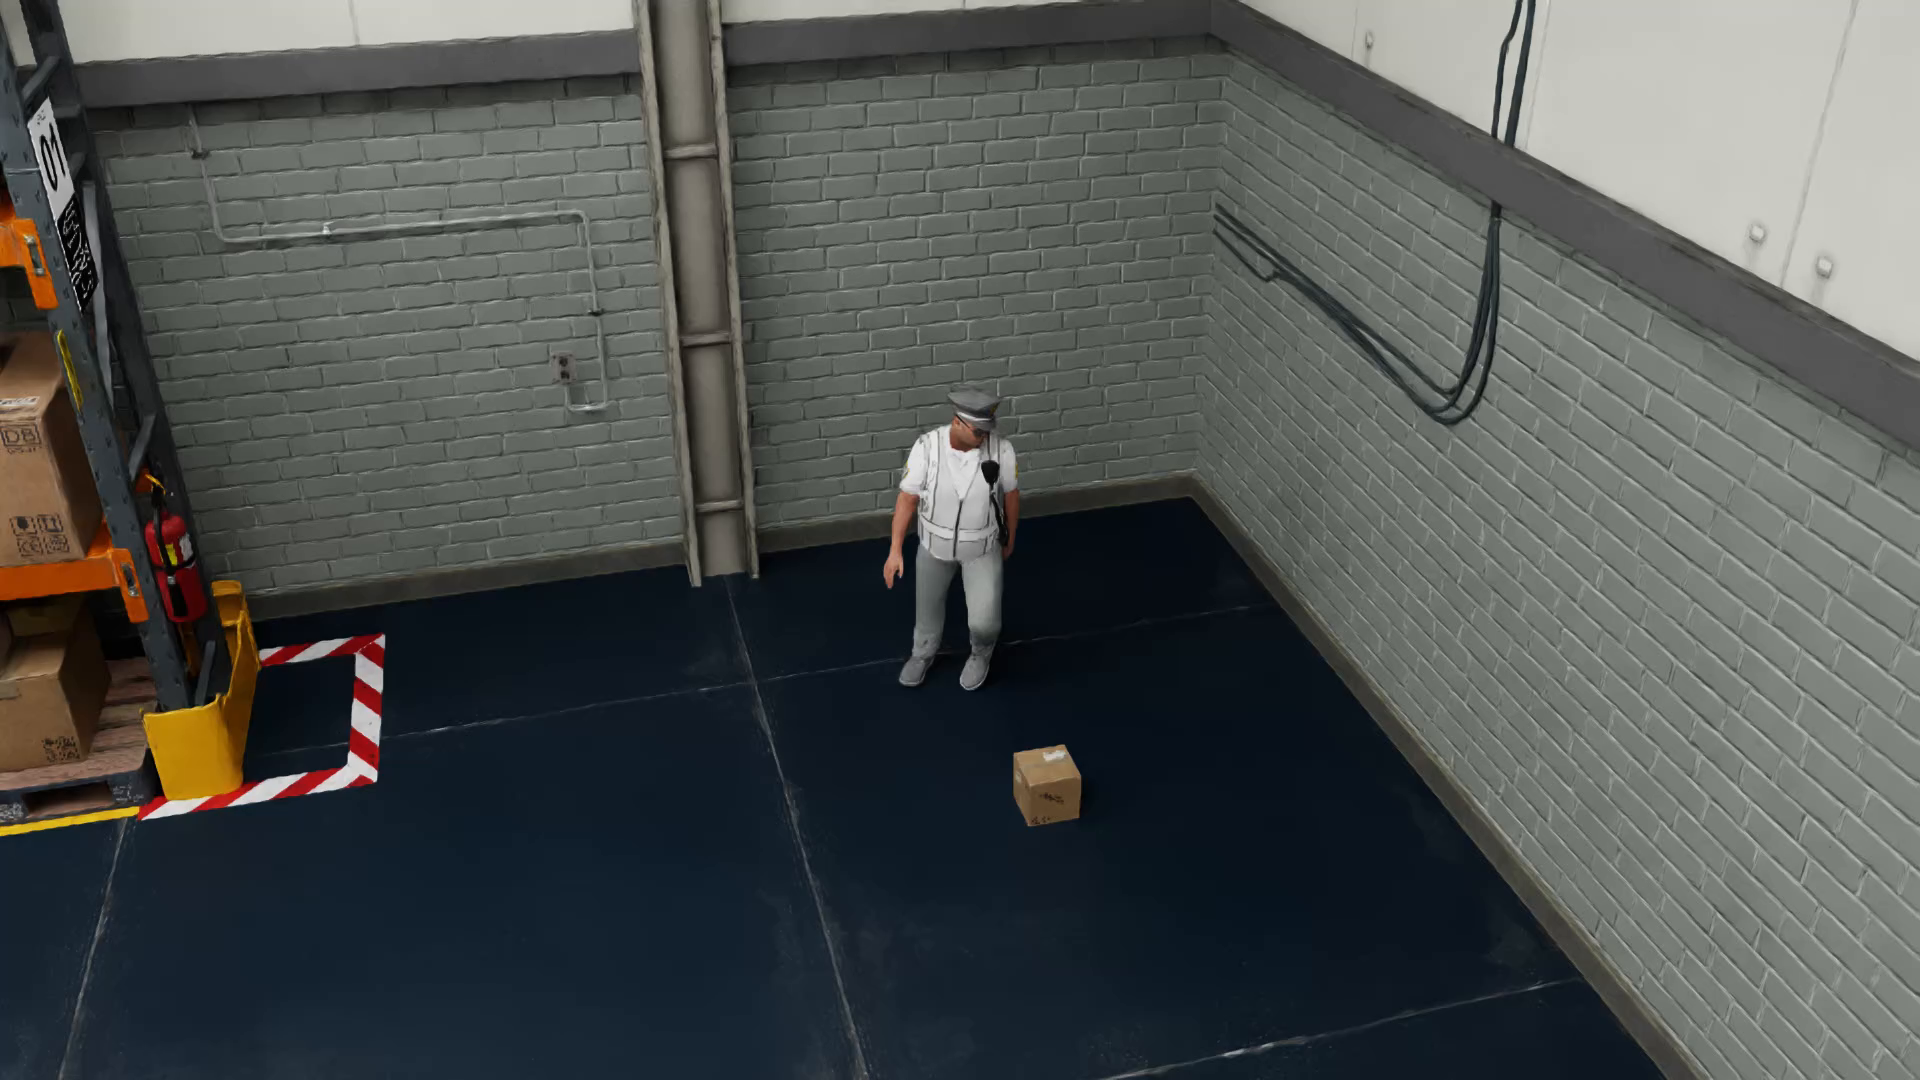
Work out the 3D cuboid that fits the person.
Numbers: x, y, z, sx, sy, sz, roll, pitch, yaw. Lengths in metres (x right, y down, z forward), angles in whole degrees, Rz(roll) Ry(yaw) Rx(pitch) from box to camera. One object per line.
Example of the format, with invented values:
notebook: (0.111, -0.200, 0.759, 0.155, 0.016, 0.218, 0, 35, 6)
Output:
person: (-0.037, 0.023, 8.199, 0.627, 1.711, 0.523, 5, 30, 8)
